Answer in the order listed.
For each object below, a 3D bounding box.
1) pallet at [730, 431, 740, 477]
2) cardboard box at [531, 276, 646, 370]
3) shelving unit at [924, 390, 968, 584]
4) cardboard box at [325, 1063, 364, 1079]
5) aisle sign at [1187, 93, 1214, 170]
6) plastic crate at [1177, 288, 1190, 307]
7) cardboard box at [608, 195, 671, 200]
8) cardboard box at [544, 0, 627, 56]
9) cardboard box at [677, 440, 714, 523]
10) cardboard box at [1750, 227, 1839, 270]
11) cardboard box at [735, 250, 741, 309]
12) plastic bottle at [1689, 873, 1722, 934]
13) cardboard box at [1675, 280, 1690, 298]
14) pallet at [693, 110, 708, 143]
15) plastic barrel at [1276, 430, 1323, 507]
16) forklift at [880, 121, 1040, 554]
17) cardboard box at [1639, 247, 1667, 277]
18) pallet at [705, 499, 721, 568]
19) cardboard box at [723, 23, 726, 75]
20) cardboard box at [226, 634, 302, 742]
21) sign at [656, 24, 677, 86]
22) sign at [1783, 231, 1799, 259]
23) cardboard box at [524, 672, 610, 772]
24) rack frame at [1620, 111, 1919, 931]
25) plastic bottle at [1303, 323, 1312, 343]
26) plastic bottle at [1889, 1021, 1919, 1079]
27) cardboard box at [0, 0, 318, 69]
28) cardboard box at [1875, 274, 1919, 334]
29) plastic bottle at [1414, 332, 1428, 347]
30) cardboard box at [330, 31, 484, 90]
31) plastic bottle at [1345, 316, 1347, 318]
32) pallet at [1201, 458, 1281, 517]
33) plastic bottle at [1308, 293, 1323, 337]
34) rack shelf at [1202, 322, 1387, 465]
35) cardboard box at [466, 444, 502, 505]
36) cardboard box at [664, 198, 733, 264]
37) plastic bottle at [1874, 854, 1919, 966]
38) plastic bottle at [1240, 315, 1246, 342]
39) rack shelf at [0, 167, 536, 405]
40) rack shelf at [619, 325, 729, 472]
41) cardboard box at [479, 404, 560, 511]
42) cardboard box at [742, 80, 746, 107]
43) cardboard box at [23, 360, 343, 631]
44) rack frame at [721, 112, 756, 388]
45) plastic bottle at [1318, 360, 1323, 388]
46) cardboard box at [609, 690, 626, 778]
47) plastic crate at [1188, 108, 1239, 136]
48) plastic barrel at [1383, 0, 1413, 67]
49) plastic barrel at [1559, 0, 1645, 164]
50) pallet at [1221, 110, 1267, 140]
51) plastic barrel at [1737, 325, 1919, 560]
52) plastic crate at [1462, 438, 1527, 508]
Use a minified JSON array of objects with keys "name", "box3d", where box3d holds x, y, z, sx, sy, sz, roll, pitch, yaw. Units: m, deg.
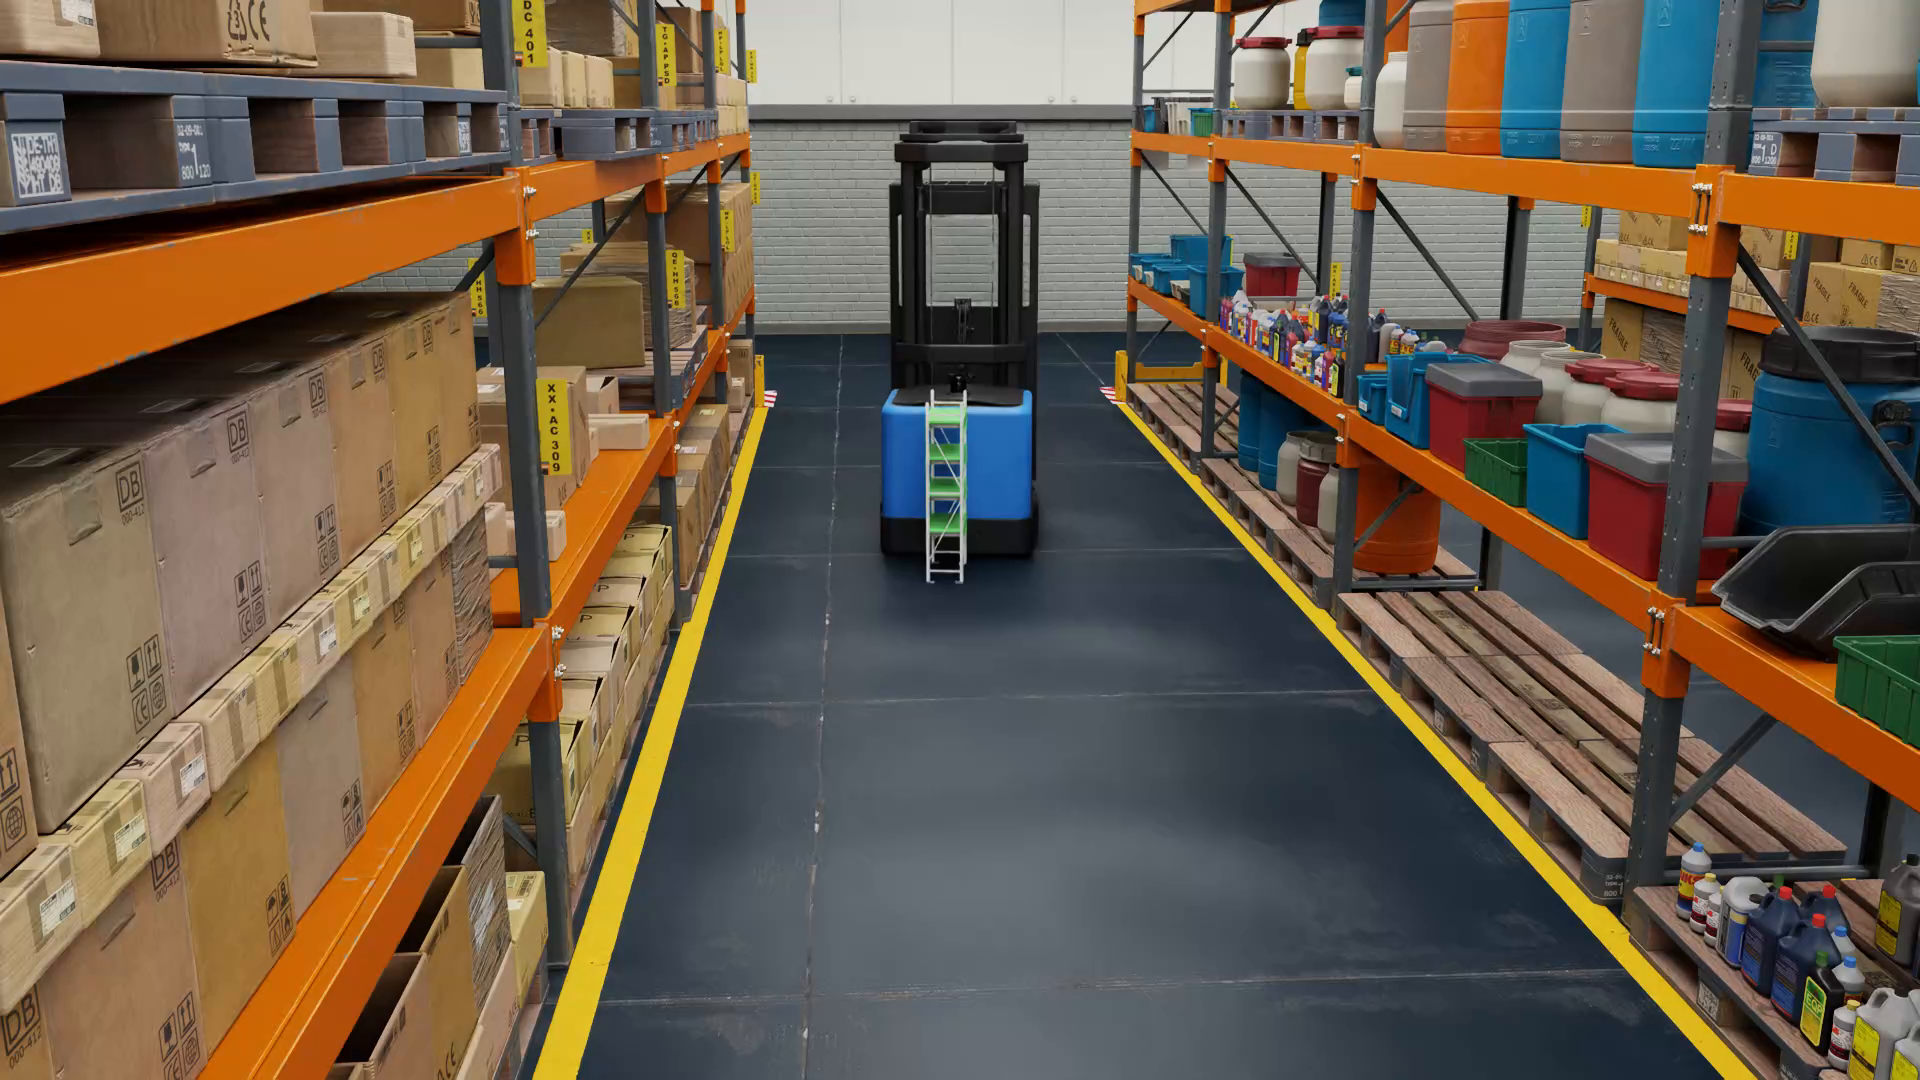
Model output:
[{"name":"pallet","box3d":[-2.454,-0.722,14.409,1.003,0.211,1.213,-1,14,-3]},{"name":"cardboard box","box3d":[-2.316,-1.314,10.069,0.700,0.500,0.500,-6,16,-22]},{"name":"shelving unit","box3d":[-0.088,-0.357,11.006,0.258,1.200,0.503,1,14,3]},{"name":"cardboard box","box3d":[-1.557,1.462,3.493,0.500,0.500,0.500,-1,14,-3]},{"name":"aisle sign","box3d":[2.572,-4.253,17.321,0.394,0.787,0.004,-1,14,-3]},{"name":"plastic crate","box3d":[2.194,-2.147,14.784,0.437,0.125,0.590,-1,14,-3]},{"name":"cardboard box","box3d":[-2.736,-2.683,14.229,0.500,0.500,0.500,-1,14,-5]},{"name":"cardboard box","box3d":[-2.185,-3.001,9.443,0.500,0.500,0.500,-1,14,-3]},{"name":"cardboard box","box3d":[-2.009,-0.412,11.740,0.500,0.500,0.500,-1,14,-5]},{"name":"cardboard box","box3d":[7.180,-2.599,14.305,0.500,0.500,0.500,0,14,-2]},{"name":"cardboard box","box3d":[-2.235,-2.333,14.873,0.500,0.500,0.500,-1,14,-4]},{"name":"plastic bottle","box3d":[2.616,1.266,5.820,0.097,0.201,0.097,0,14,0]},{"name":"cardboard box","box3d":[7.035,-2.386,15.783,0.380,0.149,0.250,-1,14,-3]},{"name":"pallet","box3d":[-2.375,-2.842,11.411,1.213,0.211,1.003,-1,14,-3]},{"name":"plastic barrel","box3d":[2.538,-0.522,12.187,0.421,0.512,0.421,0,14,0]},{"name":"forklift","box3d":[0.043,-1.638,12.510,1.130,2.935,3.031,1,14,3]},{"name":"cardboard box","box3d":[7.054,-2.742,16.368,0.500,0.250,0.500,-1,14,-5]},{"name":"pallet","box3d":[-2.245,-0.045,11.779,1.003,0.211,1.213,-1,14,-3]},{"name":"cardboard box","box3d":[-2.528,-4.506,15.292,0.700,0.500,0.500,-1,14,-3]},{"name":"cardboard box","box3d":[-1.560,0.299,3.342,0.380,0.149,0.250,-1,14,-4]},{"name":"sign","box3d":[-1.610,-2.655,9.109,0.100,0.325,0.005,-1,14,-3]},{"name":"sign","box3d":[6.922,-2.502,13.836,0.100,0.325,0.005,-1,14,-3]},{"name":"cardboard box","box3d":[-1.719,0.713,6.784,0.500,0.311,0.500,-1,14,-4]},{"name":"rack frame","box3d":[3.028,0.012,5.959,1.000,3.000,0.127,-1,14,-3]},{"name":"plastic bottle","box3d":[2.390,-1.352,11.497,0.061,0.283,0.133,-1,14,-3]},{"name":"plastic bottle","box3d":[2.713,1.488,4.656,0.144,0.351,0.185,0,14,-1]},{"name":"cardboard box","box3d":[-1.499,-1.107,2.964,0.500,0.500,0.500,-1,14,-3]},{"name":"cardboard box","box3d":[7.317,-1.734,12.547,0.500,0.500,0.500,-1,14,-5]},{"name":"plastic bottle","box3d":[3.070,-1.245,11.080,0.061,0.283,0.133,-1,14,-3]},{"name":"cardboard box","box3d":[-1.945,-1.649,5.854,0.500,0.250,0.500,1,14,2]},{"name":"plastic bottle","box3d":[2.941,-1.574,12.375,0.152,0.276,0.135,-1,14,-3]},{"name":"pallet","box3d":[2.538,-0.434,13.290,1.003,0.211,1.213,-1,14,-3]},{"name":"plastic bottle","box3d":[2.772,-1.728,12.820,0.144,0.351,0.185,-1,14,-3]},{"name":"rack shelf","box3d":[2.656,-1.131,11.848,1.077,0.370,4.000,-1,14,-3]},{"name":"cardboard box","box3d":[-1.686,-0.210,5.322,0.380,0.149,0.250,-1,14,-3]},{"name":"cardboard box","box3d":[-2.161,-2.556,13.733,0.500,0.500,0.500,-1,14,-2]},{"name":"plastic bottle","box3d":[3.211,1.240,5.620,0.144,0.351,0.185,-1,14,-3]},{"name":"plastic bottle","box3d":[2.189,-1.616,12.684,0.097,0.201,0.097,0,14,0]},{"name":"rack shelf","box3d":[-1.793,-0.519,3.448,1.077,0.370,4.000,-1,14,-3]},{"name":"rack shelf","box3d":[-2.288,-1.056,11.554,1.077,0.370,4.000,-1,14,-3]},{"name":"cardboard box","box3d":[-1.980,-0.283,6.905,0.500,0.500,0.500,0,14,1]},{"name":"cardboard box","box3d":[-2.374,-4.395,16.366,0.500,0.250,0.500,-1,14,-3]},{"name":"cardboard box","box3d":[-1.789,-0.104,3.607,0.700,0.500,0.500,-1,14,-3]},{"name":"rack frame","box3d":[-2.660,-2.897,17.264,1.000,3.000,0.127,-1,14,-3]},{"name":"plastic bottle","box3d":[2.326,-1.067,10.551,0.097,0.201,0.097,0,14,0]},{"name":"cardboard box","box3d":[-1.759,0.856,7.355,0.500,0.250,0.500,-1,14,-5]},{"name":"plastic crate","box3d":[2.157,-3.570,14.199,0.416,0.233,0.300,-1,14,-3]},{"name":"plastic barrel","box3d":[2.747,-2.988,9.894,0.600,0.830,0.708,-1,14,-3]},{"name":"plastic barrel","box3d":[2.739,-1.969,6.633,0.600,0.901,0.600,0,14,0]},{"name":"pallet","box3d":[2.678,-3.145,12.589,1.213,0.211,1.003,-1,14,-3]},{"name":"plastic barrel","box3d":[3.306,-0.331,6.288,0.600,0.901,0.708,-1,14,-3]},{"name":"plastic crate","box3d":[2.638,-0.314,7.651,0.450,0.188,0.662,-1,14,-3]}]
